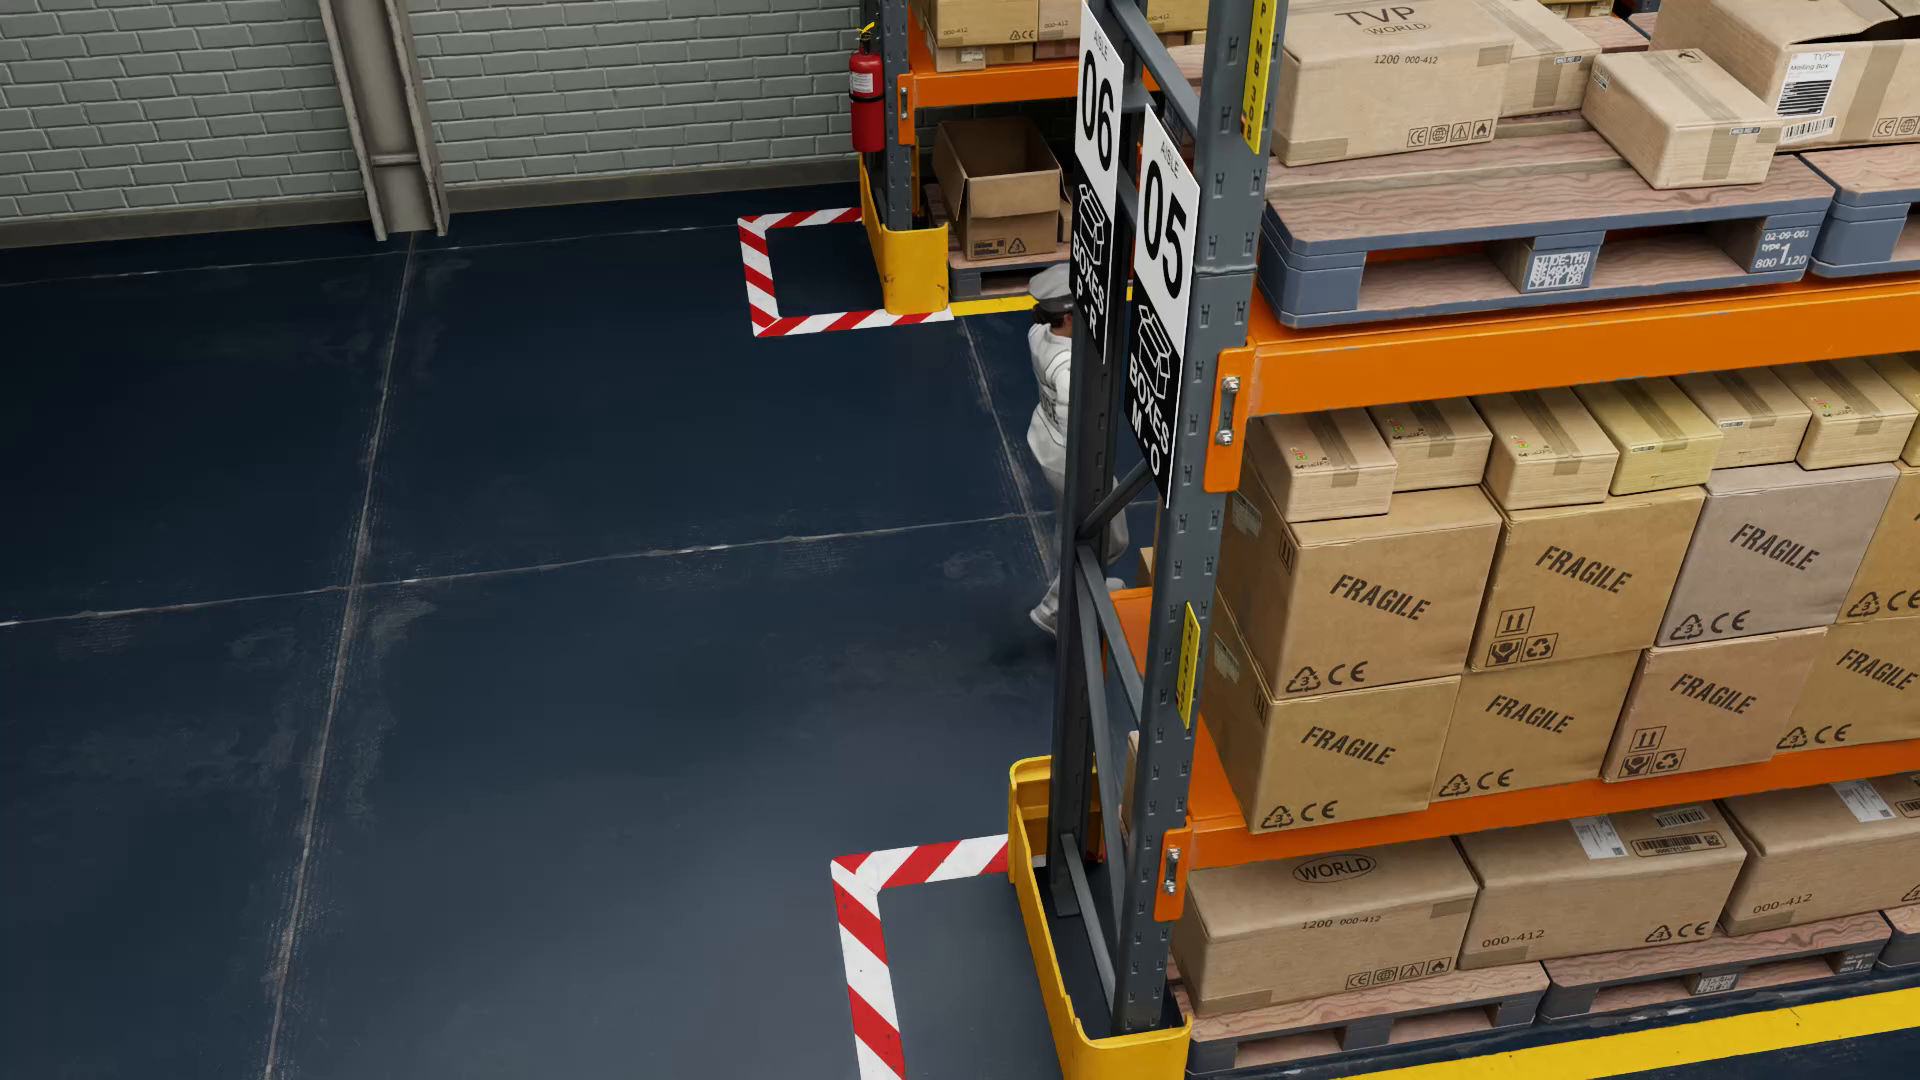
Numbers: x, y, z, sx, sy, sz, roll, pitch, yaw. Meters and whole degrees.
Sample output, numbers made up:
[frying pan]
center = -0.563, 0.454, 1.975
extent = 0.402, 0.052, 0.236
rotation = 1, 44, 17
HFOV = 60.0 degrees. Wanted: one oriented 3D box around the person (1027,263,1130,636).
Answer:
[person]
center = 0.493, -0.333, 6.532
extent = 0.508, 1.687, 0.508
rotation = -11, 40, -13
